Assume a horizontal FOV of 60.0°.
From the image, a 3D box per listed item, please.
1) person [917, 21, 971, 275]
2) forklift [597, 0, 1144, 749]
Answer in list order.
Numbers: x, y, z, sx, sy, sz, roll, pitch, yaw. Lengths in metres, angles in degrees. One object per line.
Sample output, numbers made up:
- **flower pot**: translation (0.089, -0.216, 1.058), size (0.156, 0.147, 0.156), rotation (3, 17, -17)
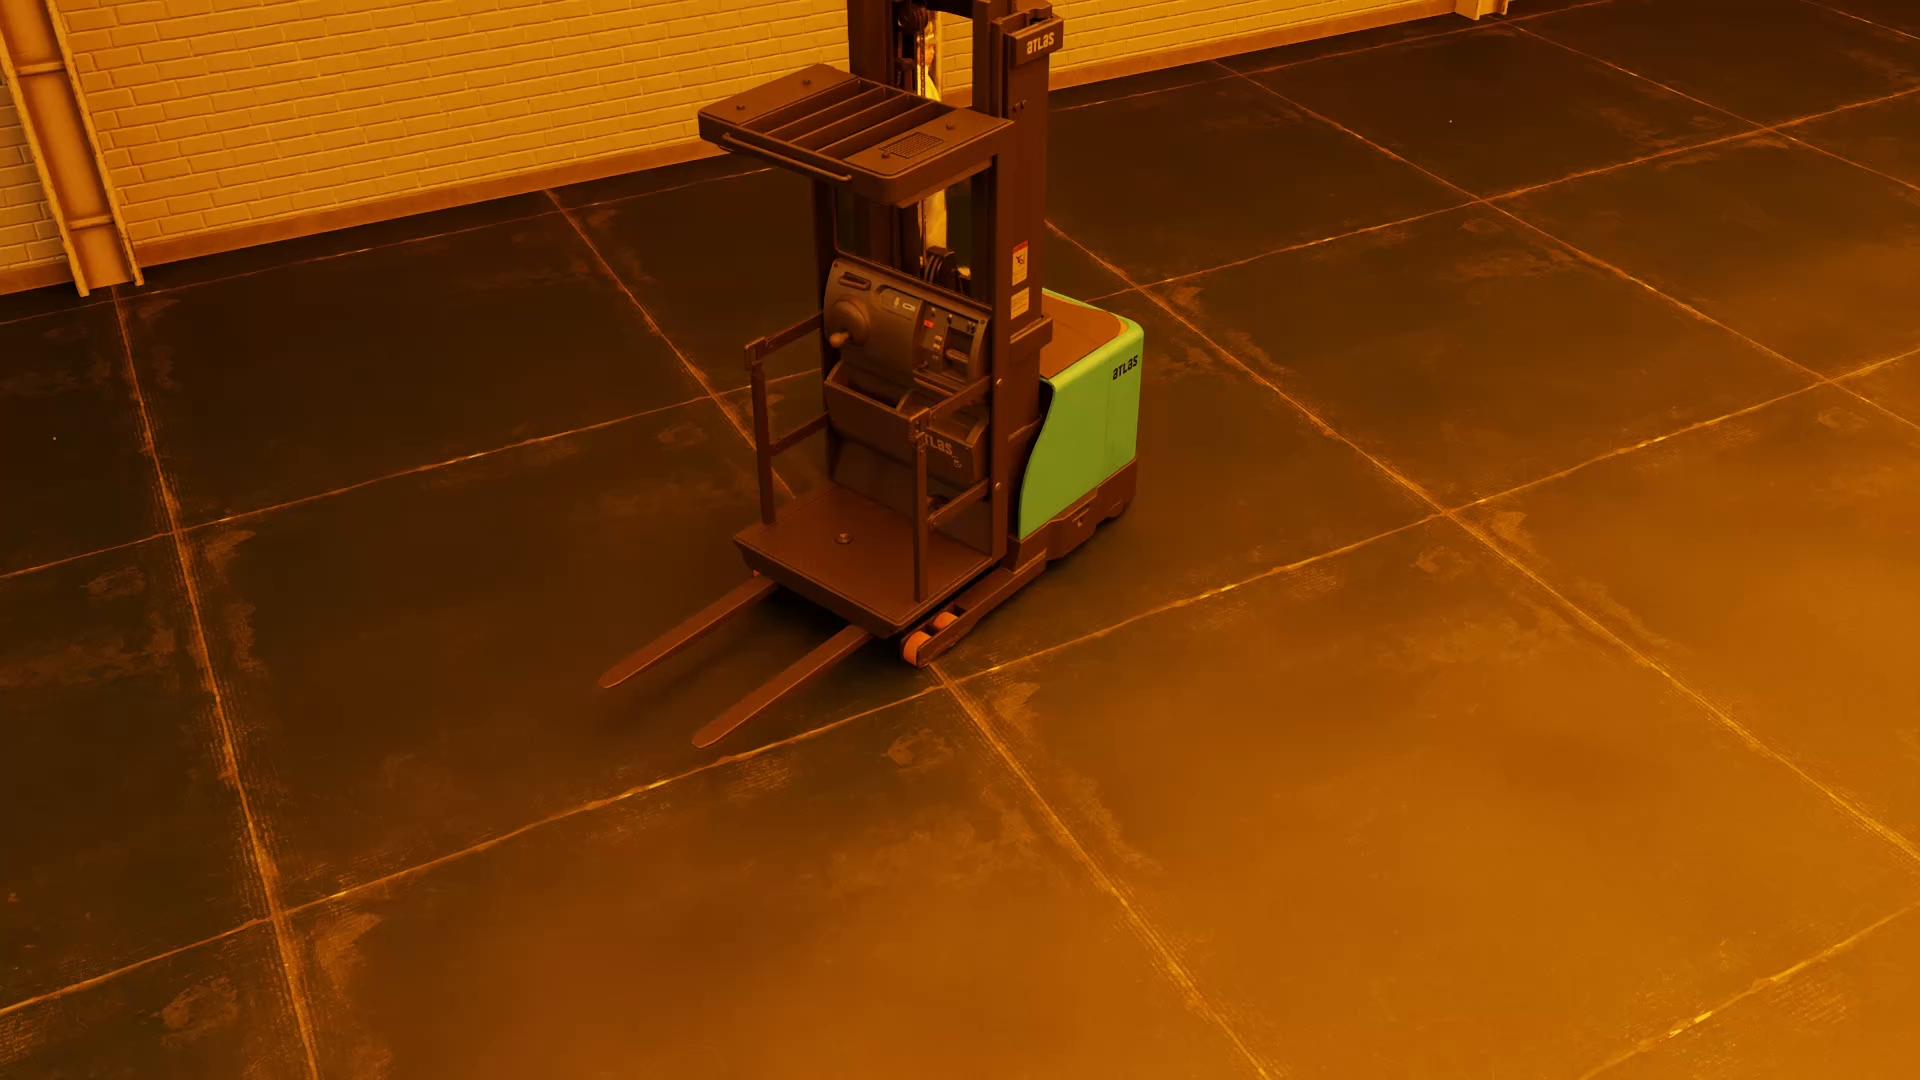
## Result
- **person**: translation (-0.188, -2.512, 10.764), size (0.479, 1.681, 0.646), rotation (-8, 36, -11)
- **forklift**: translation (-0.390, -0.927, 7.434), size (1.130, 2.935, 3.031), rotation (26, 43, 31)
